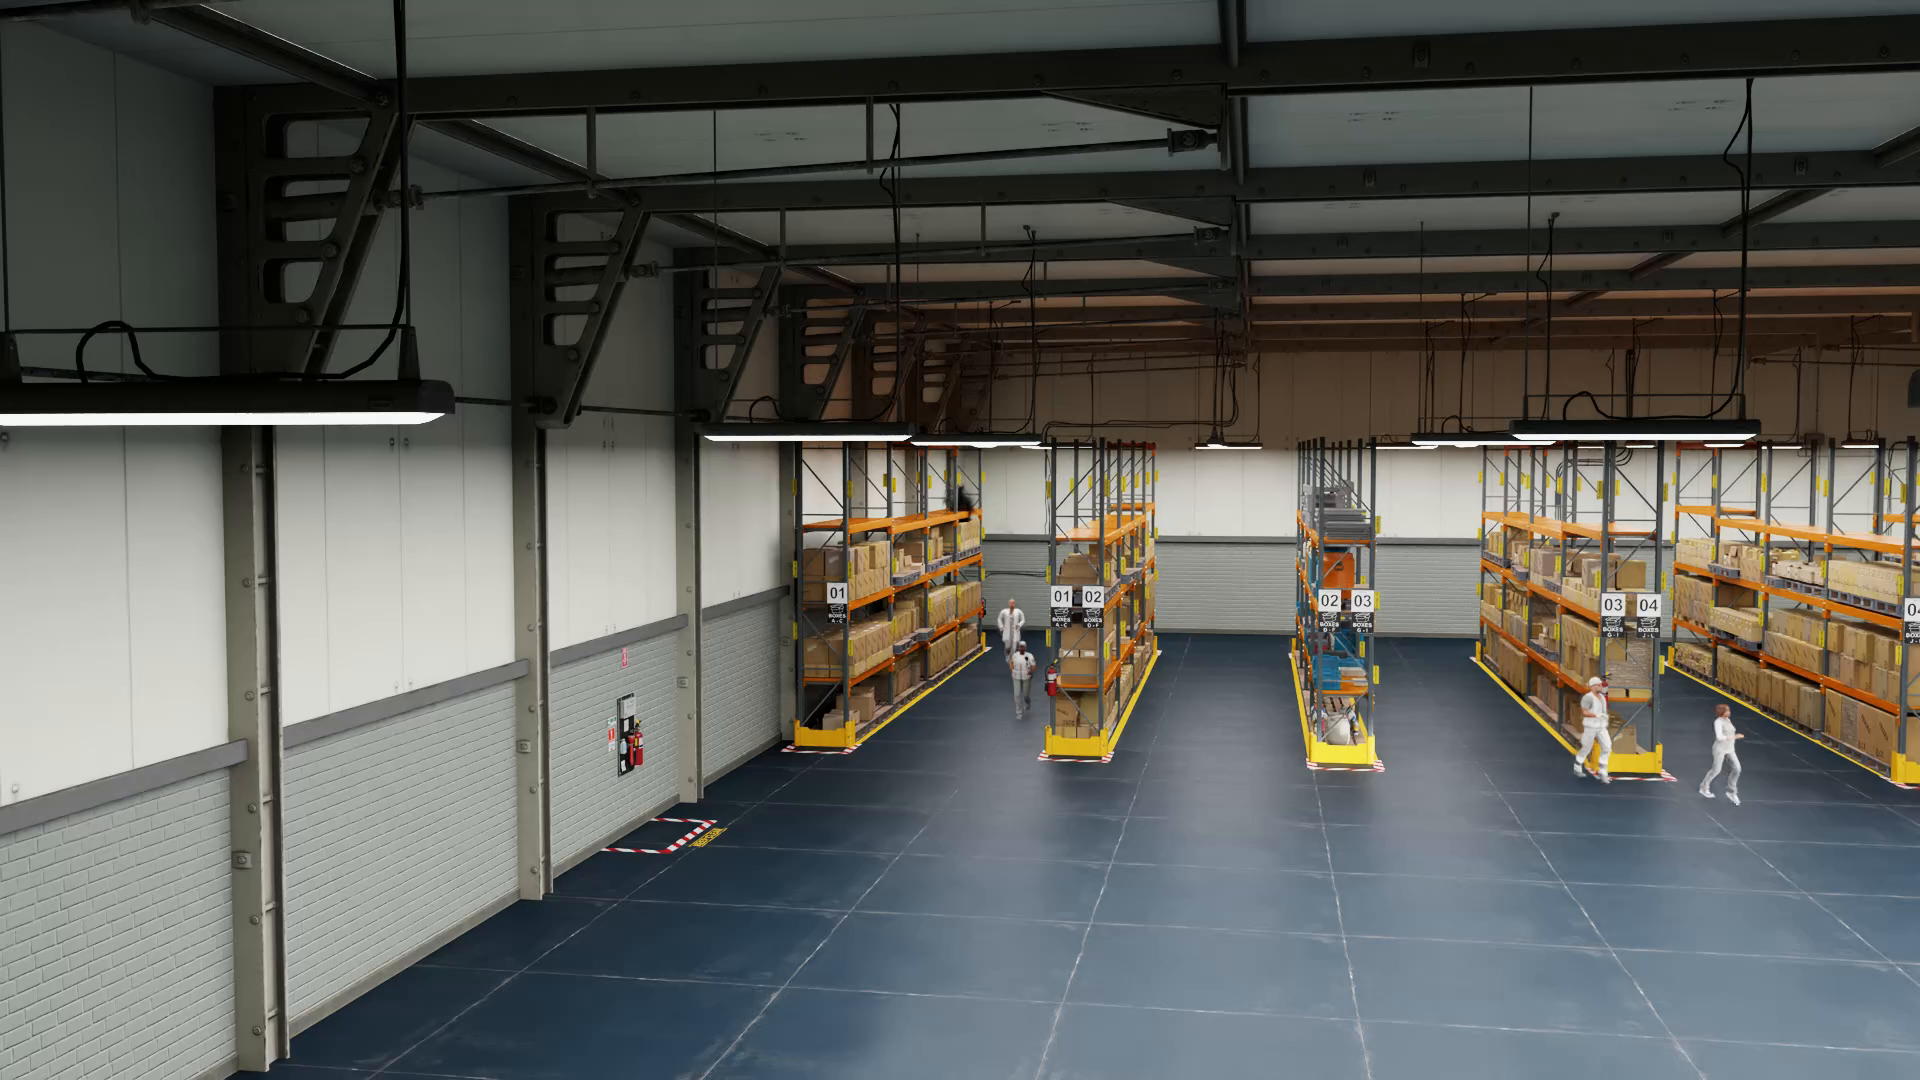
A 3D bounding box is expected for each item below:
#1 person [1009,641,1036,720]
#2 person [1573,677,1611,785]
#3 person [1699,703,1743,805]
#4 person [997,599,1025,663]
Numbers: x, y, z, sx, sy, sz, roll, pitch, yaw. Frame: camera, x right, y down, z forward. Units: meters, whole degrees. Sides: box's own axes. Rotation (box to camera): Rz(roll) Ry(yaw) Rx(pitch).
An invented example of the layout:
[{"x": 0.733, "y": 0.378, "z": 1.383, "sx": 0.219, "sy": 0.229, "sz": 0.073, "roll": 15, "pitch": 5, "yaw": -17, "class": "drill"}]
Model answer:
[{"x": 1.346, "y": 3.013, "z": 35.933, "sx": 0.607, "sy": 1.665, "sz": 0.808, "roll": 1, "pitch": 3, "yaw": 10, "class": "person"}, {"x": 11.022, "y": 3.295, "z": 28.871, "sx": 0.667, "sy": 1.843, "sz": 0.746, "roll": -1, "pitch": 3, "yaw": -24, "class": "person"}, {"x": 12.456, "y": 3.482, "z": 27.154, "sx": 0.509, "sy": 1.646, "sz": 0.713, "roll": -2, "pitch": 4, "yaw": -34, "class": "person"}, {"x": 1.307, "y": 2.369, "z": 42.270, "sx": 0.707, "sy": 1.733, "sz": 0.633, "roll": 0, "pitch": 3, "yaw": 1, "class": "person"}]
